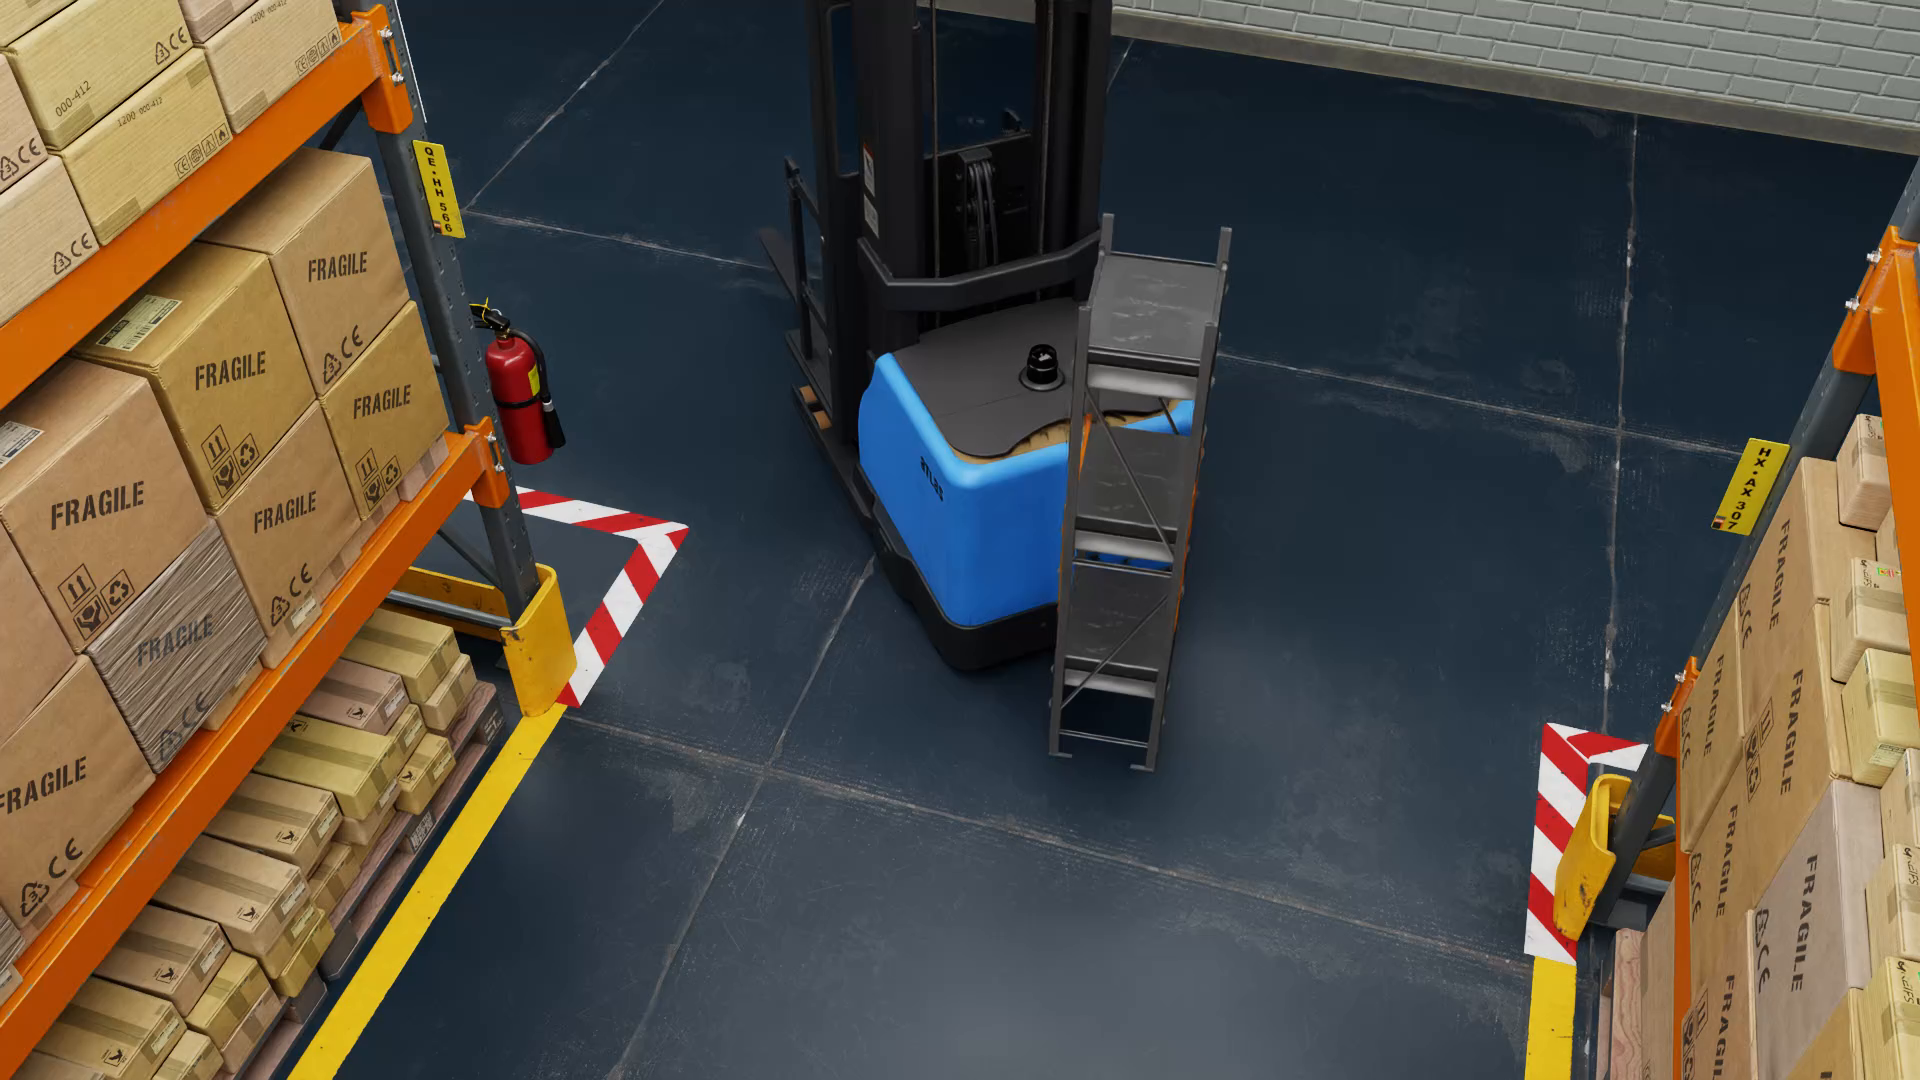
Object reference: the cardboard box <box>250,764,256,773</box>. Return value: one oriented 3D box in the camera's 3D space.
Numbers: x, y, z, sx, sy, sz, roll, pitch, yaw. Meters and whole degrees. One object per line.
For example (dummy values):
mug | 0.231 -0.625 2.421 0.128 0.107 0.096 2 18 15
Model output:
cardboard box | -2.628 0.748 5.766 0.380 0.149 0.250 13 46 13

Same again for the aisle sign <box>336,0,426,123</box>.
aisle sign | -1.790 -1.576 4.757 0.394 0.787 0.004 13 46 13

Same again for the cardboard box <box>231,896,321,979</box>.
cardboard box | -2.286 1.207 5.296 0.380 0.149 0.250 13 46 13

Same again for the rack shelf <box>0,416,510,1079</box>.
rack shelf | -2.703 0.928 4.570 1.077 0.370 4.000 13 46 13

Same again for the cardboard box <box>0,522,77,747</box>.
cardboard box | -2.459 0.236 3.764 0.500 0.500 0.500 11 45 11

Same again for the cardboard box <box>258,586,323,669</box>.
cardboard box | -2.155 0.208 4.971 0.380 0.149 0.250 14 46 14

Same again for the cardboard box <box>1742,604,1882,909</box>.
cardboard box | 2.084 0.531 3.675 0.500 0.500 0.500 11 46 11

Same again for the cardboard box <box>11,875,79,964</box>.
cardboard box | -2.522 0.898 4.266 0.380 0.149 0.250 14 46 14

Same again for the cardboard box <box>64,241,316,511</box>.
cardboard box | -2.153 -0.466 4.482 0.500 0.500 0.500 11 45 11

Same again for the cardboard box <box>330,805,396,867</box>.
cardboard box | -2.202 0.952 5.769 0.380 0.149 0.250 12 46 12

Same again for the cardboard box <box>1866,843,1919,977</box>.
cardboard box | 1.872 0.734 3.004 0.380 0.149 0.250 13 46 13

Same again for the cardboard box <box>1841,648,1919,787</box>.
cardboard box | 2.017 0.390 3.356 0.380 0.149 0.250 11 45 11

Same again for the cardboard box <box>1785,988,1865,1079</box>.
cardboard box | 1.785 1.209 2.983 0.500 0.500 0.500 13 46 13

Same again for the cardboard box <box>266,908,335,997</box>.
cardboard box | -2.282 1.303 5.411 0.380 0.149 0.250 11 45 11

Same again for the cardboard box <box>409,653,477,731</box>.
cardboard box | -1.986 0.513 6.006 0.380 0.149 0.250 11 46 11

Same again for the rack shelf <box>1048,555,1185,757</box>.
rack shelf | 0.584 0.434 6.220 0.431 0.518 0.480 8 45 8

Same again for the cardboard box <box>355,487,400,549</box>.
cardboard box | -2.038 -0.137 5.324 0.380 0.149 0.250 12 46 12

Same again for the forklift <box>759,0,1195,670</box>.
forklift | -0.127 -1.580 6.668 1.130 2.935 3.031 -16 47 -16

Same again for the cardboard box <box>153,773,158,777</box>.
cardboard box | -2.401 0.545 4.627 0.380 0.149 0.250 11 45 11

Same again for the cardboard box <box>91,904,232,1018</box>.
cardboard box | -2.457 1.258 5.032 0.380 0.149 0.250 11 45 11

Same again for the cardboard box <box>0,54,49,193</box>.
cardboard box | -2.306 -0.816 3.444 0.500 0.250 0.500 13 46 13

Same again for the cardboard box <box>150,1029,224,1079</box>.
cardboard box | -2.438 1.564 4.932 0.380 0.149 0.250 13 46 13

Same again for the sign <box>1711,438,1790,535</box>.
sign | 2.123 -0.140 4.472 0.100 0.325 0.005 13 46 13

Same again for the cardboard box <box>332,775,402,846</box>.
cardboard box | -2.141 0.859 5.651 0.380 0.149 0.250 11 45 11

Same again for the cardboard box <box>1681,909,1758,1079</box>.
cardboard box | 1.934 1.221 3.685 0.500 0.500 0.500 12 46 12

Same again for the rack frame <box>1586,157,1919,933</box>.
rack frame | 2.651 0.319 4.678 1.000 3.000 0.127 13 46 13

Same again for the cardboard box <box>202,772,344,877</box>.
cardboard box | -2.244 0.915 5.382 0.380 0.149 0.250 11 45 11

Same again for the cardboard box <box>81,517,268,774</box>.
cardboard box | -2.294 0.232 4.483 0.500 0.500 0.500 13 46 13

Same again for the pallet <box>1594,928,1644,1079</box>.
pallet | 2.483 1.865 5.092 1.003 0.211 1.213 13 46 13

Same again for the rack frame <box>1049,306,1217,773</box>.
rack frame | 0.539 0.097 5.547 0.400 2.100 0.015 8 45 8

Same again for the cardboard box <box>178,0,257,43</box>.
cardboard box | -1.995 -1.498 4.141 0.500 0.250 0.500 11 45 11

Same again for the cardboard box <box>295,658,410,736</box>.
cardboard box | -2.147 0.556 5.749 0.380 0.149 0.250 13 46 13

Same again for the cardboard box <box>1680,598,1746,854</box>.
cardboard box | 2.232 0.542 4.379 0.500 0.500 0.500 12 46 12

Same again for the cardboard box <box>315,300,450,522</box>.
cardboard box | -1.988 -0.450 5.180 0.500 0.500 0.500 13 46 13

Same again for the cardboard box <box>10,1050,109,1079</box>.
cardboard box | -2.622 1.594 4.688 0.380 0.149 0.250 11 45 11

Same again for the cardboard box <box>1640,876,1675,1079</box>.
cardboard box | 2.546 1.546 4.956 0.875 0.438 0.875 11 45 11

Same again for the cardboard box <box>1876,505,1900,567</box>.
cardboard box | 2.268 0.062 3.691 0.380 0.149 0.250 14 46 13

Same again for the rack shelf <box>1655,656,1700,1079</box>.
rack shelf | 2.045 1.909 3.568 1.077 0.370 4.000 13 46 13

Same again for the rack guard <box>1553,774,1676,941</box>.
rack guard | 2.658 1.196 5.569 1.175 0.500 0.348 13 46 13

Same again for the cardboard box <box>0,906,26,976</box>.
cardboard box | -2.589 0.926 3.774 0.500 0.500 0.500 12 46 12

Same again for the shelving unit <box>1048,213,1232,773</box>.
shelving unit | 0.588 -0.072 5.716 0.431 2.100 0.503 8 45 8

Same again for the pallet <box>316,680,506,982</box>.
pallet | -2.400 0.919 6.059 1.003 0.211 1.213 13 46 13

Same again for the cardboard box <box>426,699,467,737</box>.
cardboard box | -2.058 0.602 6.127 0.380 0.149 0.250 13 46 13

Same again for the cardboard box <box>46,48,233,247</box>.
cardboard box | -2.131 -0.980 3.968 0.500 0.250 0.500 13 46 13
